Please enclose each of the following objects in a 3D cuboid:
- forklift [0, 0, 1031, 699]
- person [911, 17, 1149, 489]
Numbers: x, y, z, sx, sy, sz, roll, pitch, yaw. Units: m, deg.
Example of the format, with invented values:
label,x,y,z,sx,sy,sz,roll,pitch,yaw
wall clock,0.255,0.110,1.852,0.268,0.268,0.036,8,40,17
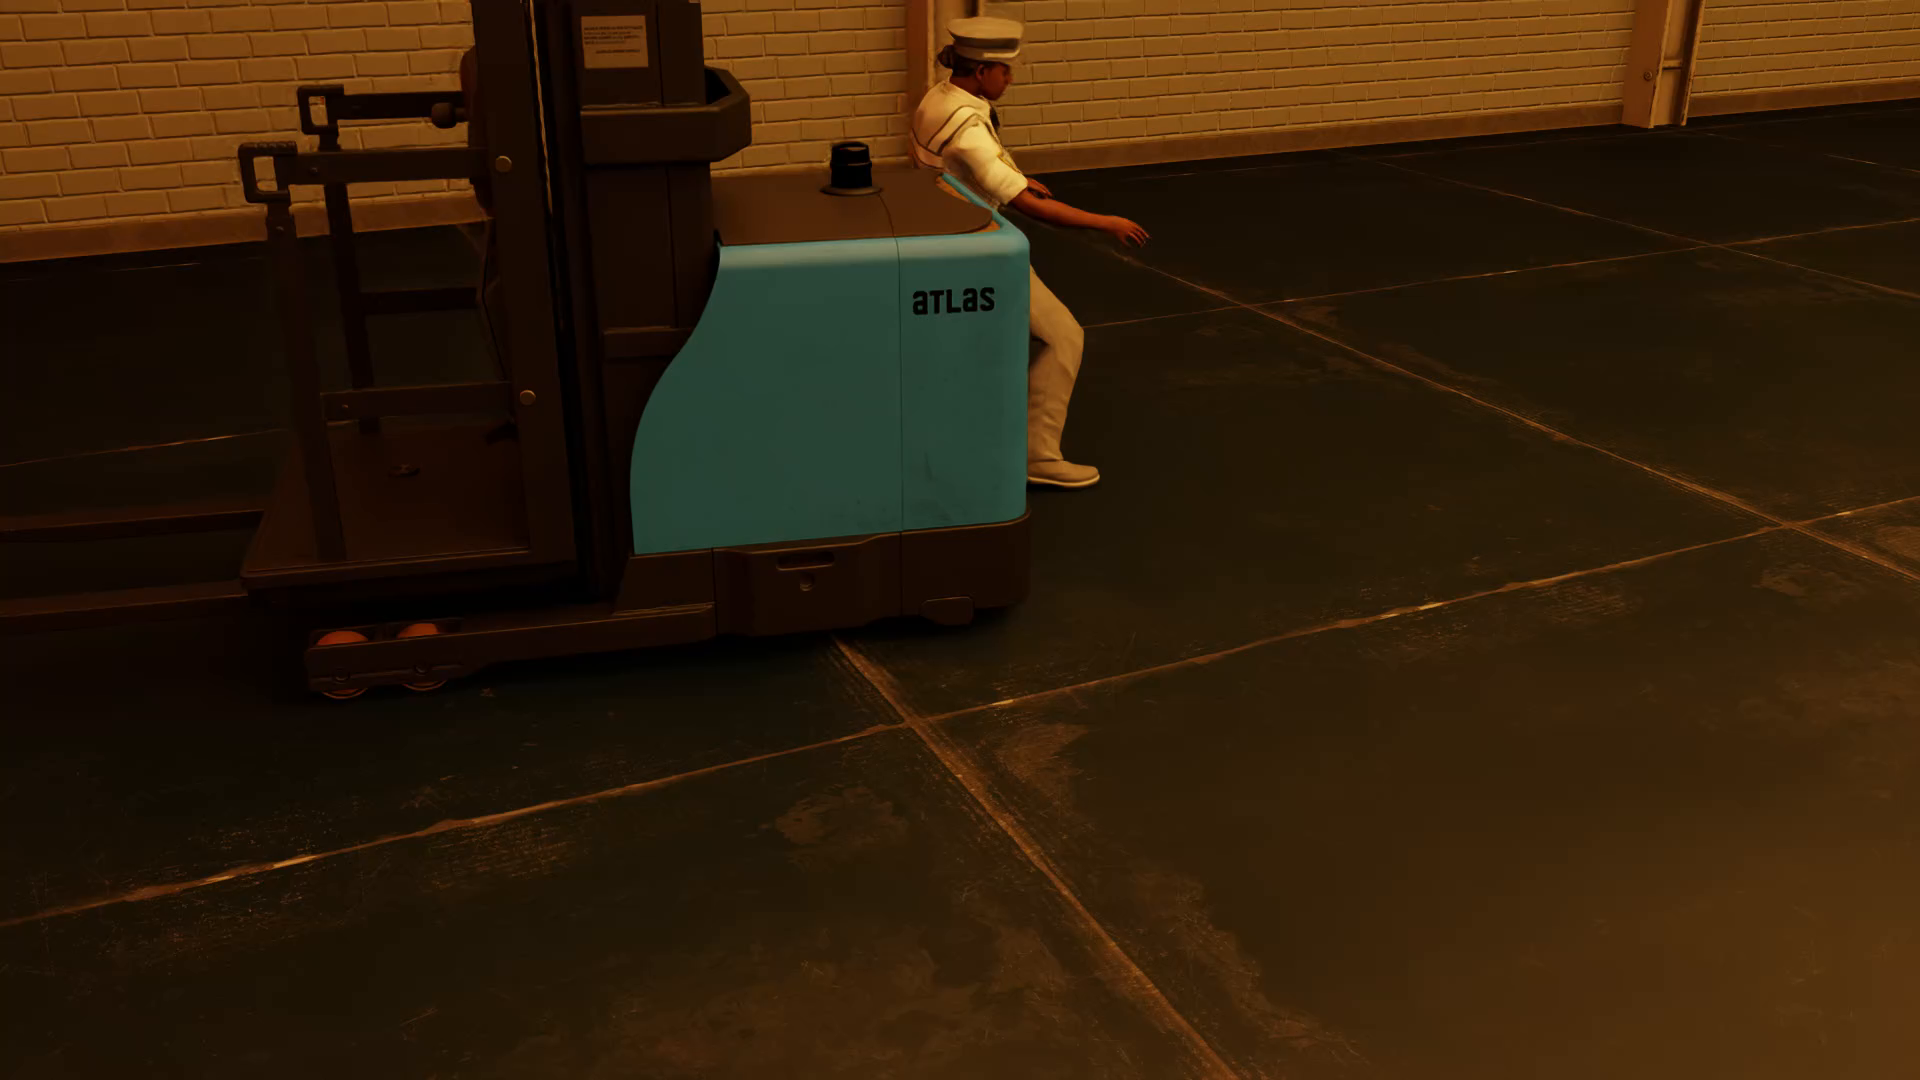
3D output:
label,x,y,z,sx,sy,sz,roll,pitch,yaw
forklift,-1.381,-1.179,4.125,3.031,2.935,1.130,-5,23,-12
person,0.205,-0.985,5.557,0.714,1.469,0.789,-5,23,-11
